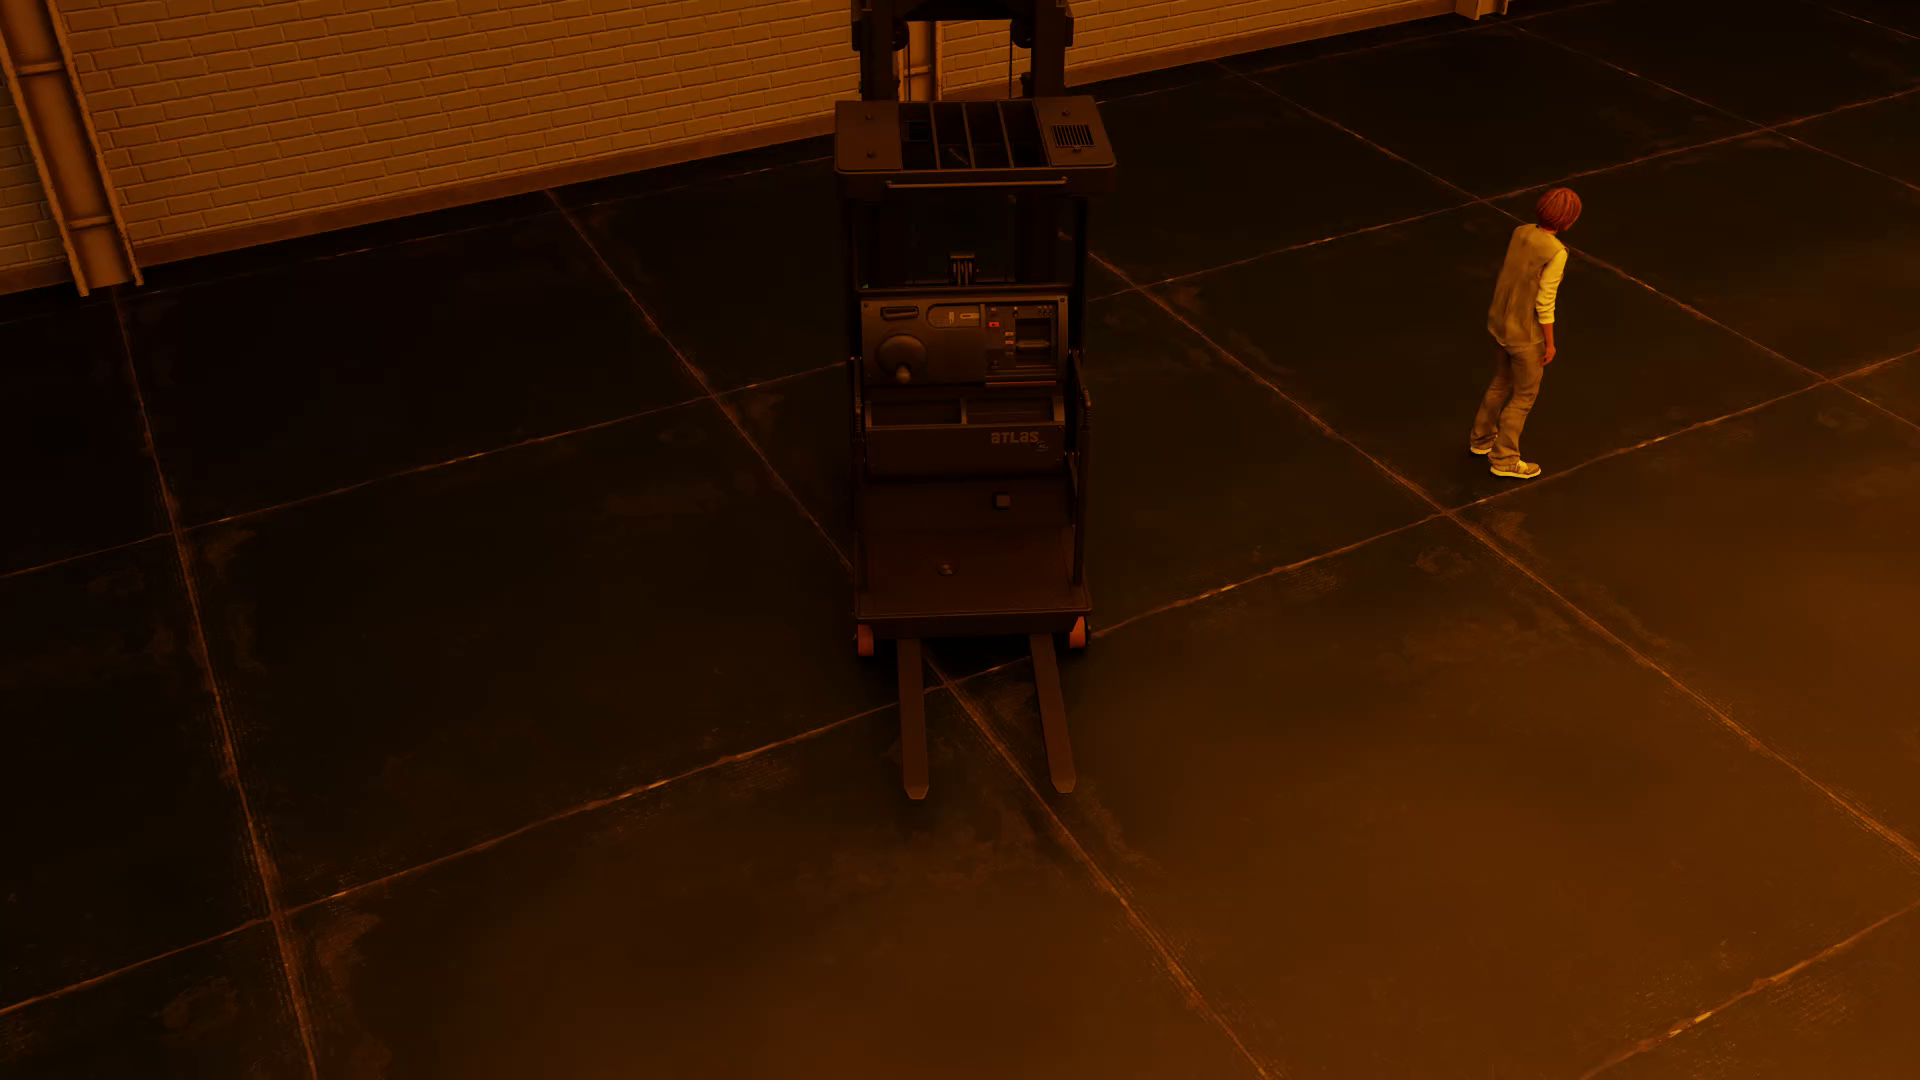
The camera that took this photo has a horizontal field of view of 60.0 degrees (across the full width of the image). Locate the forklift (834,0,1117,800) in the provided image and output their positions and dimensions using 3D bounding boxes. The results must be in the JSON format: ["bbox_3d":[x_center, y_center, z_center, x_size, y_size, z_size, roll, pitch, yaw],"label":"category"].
[{"bbox_3d":[0.037,-0.840,7.312,1.130,2.935,3.031,-2,35,-3],"label":"forklift"}]

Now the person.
[{"bbox_3d":[2.995,-1.105,8.847,0.348,1.592,0.476,-8,36,-12],"label":"person"}]
